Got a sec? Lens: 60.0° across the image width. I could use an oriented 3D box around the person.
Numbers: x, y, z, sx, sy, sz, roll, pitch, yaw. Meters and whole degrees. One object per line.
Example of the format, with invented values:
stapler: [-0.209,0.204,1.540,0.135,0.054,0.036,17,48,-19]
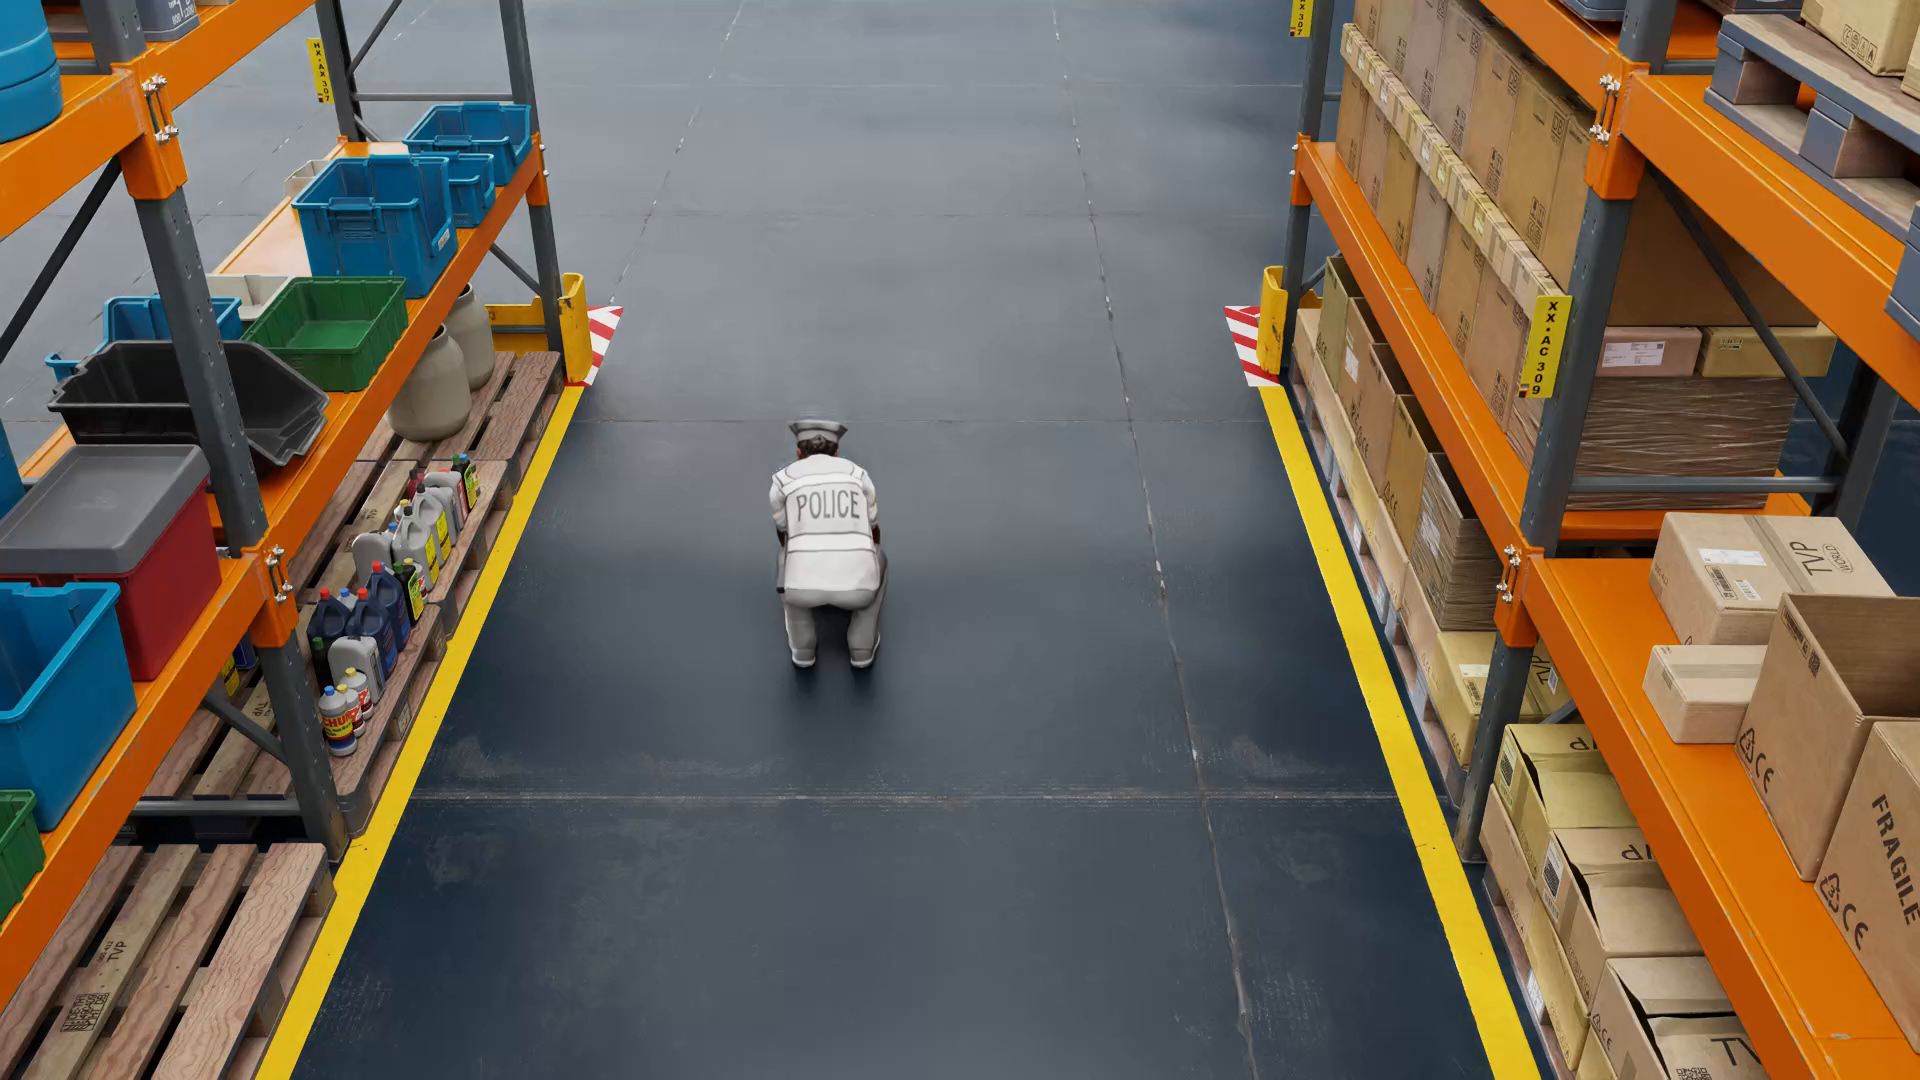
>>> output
person: [-0.534,-0.197,6.815,0.414,1.291,0.902,-1,32,-2]
